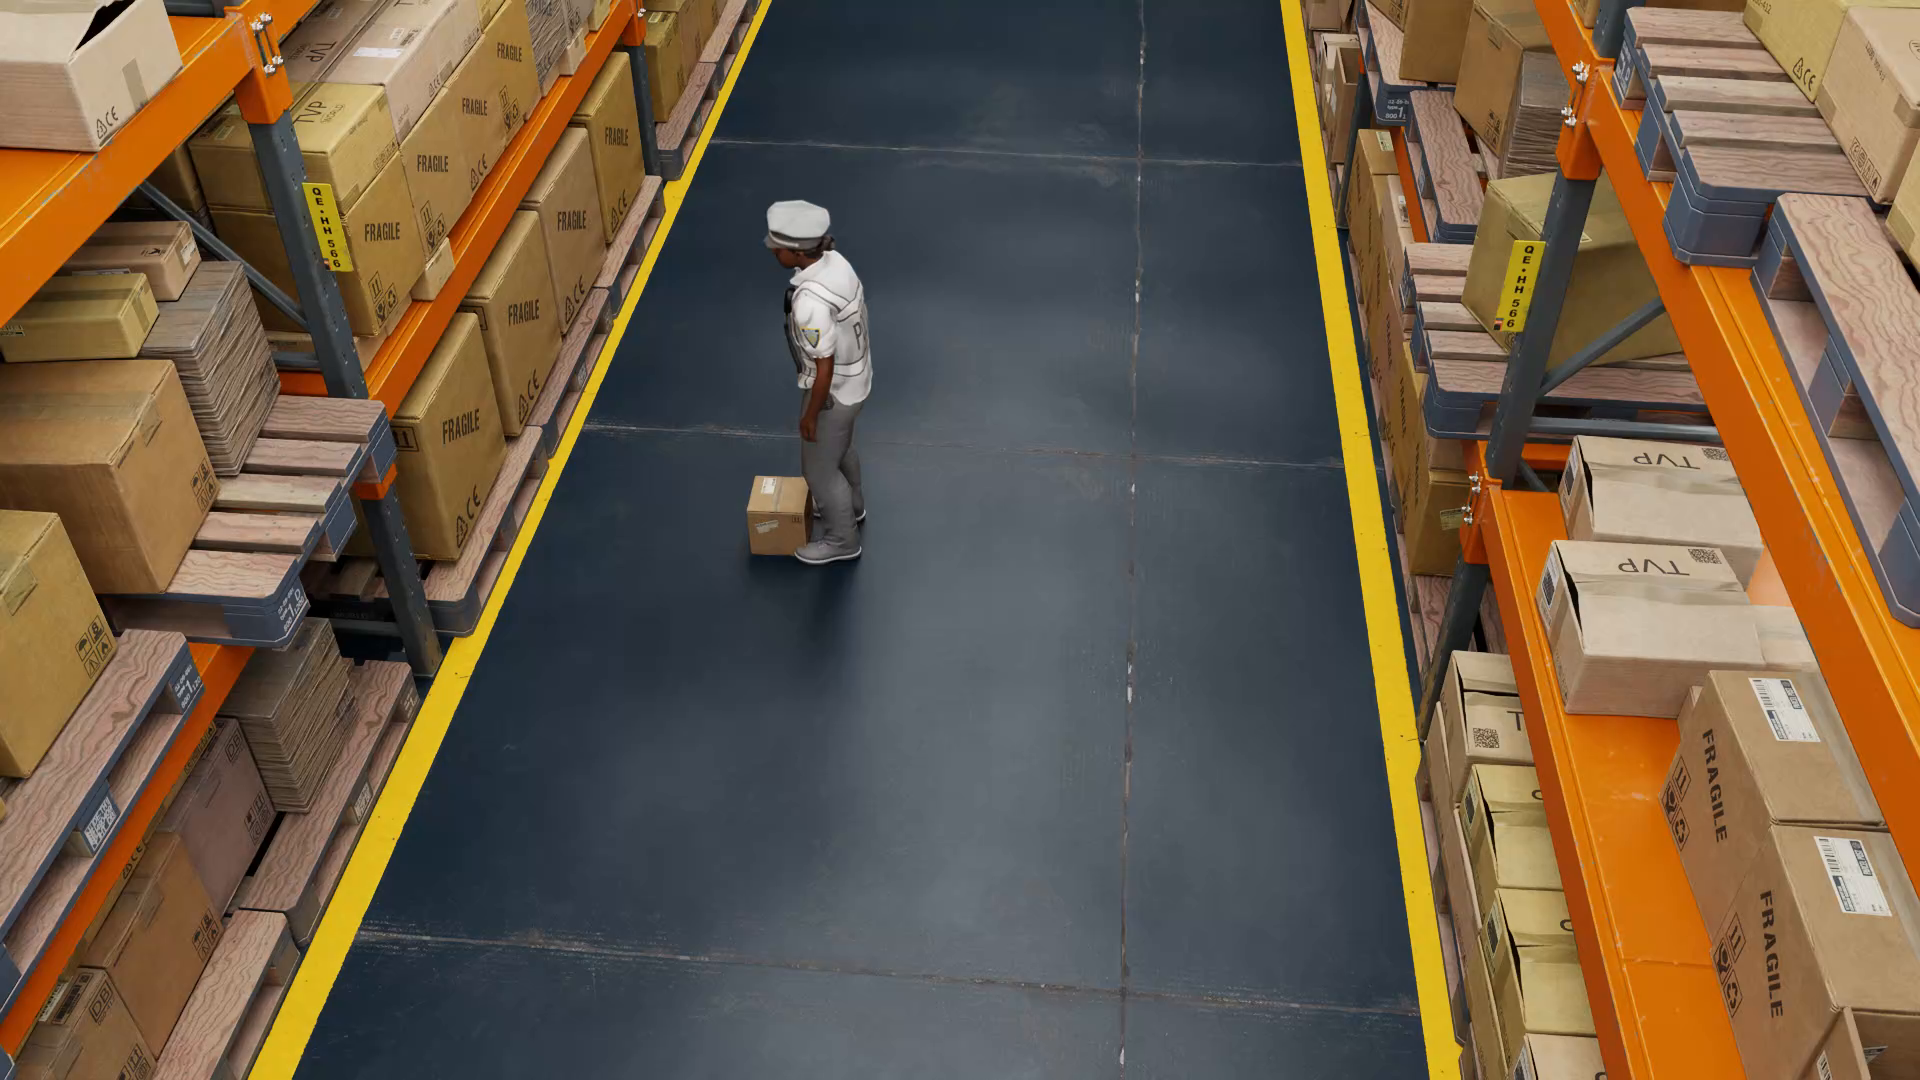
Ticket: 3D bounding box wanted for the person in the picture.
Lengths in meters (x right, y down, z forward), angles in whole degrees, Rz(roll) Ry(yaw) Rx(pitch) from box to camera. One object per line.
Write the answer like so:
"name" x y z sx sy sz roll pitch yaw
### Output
"person" -0.560 -0.638 6.909 0.394 1.660 0.507 3 40 4
